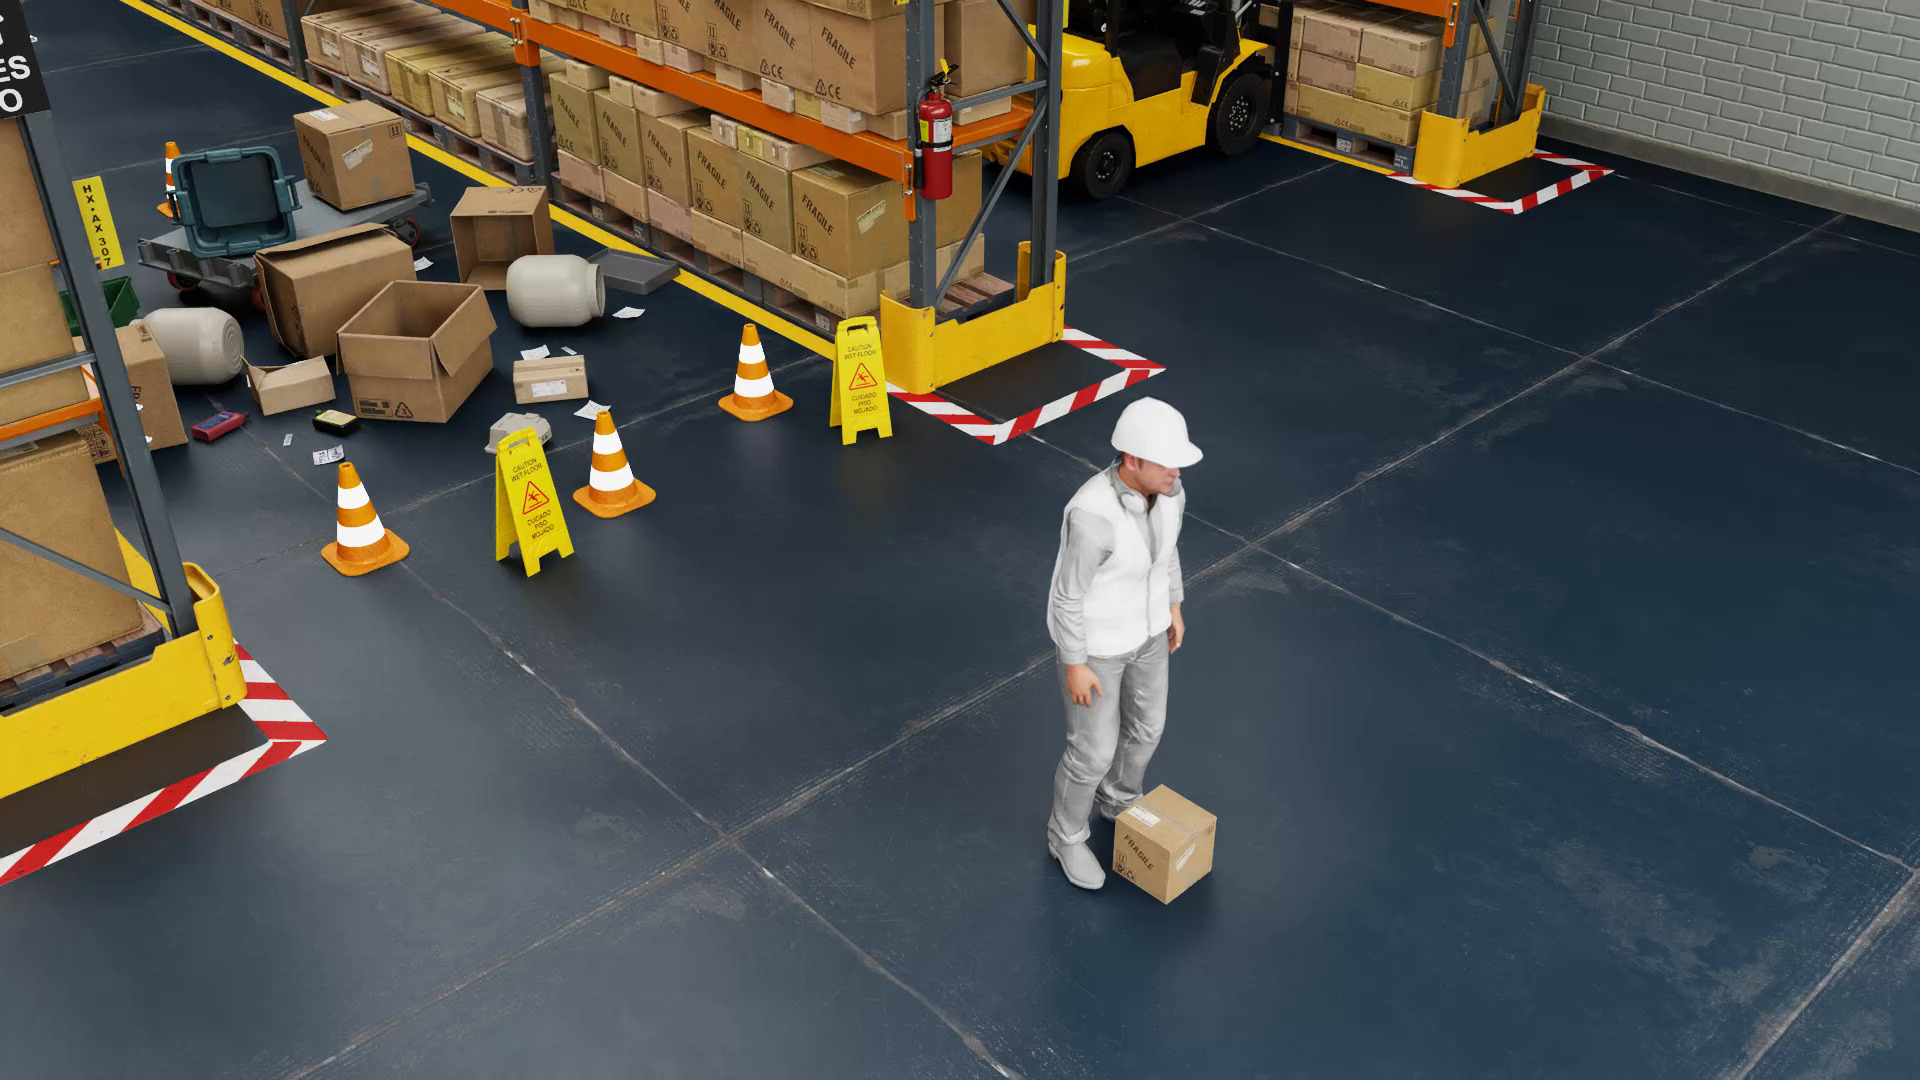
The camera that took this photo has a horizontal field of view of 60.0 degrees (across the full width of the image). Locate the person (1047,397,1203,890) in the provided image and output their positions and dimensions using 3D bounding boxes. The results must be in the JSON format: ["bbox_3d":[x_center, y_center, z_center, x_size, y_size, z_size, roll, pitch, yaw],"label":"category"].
[{"bbox_3d":[0.540,0.320,5.591,0.589,1.769,0.463,-27,41,-37],"label":"person"}]
